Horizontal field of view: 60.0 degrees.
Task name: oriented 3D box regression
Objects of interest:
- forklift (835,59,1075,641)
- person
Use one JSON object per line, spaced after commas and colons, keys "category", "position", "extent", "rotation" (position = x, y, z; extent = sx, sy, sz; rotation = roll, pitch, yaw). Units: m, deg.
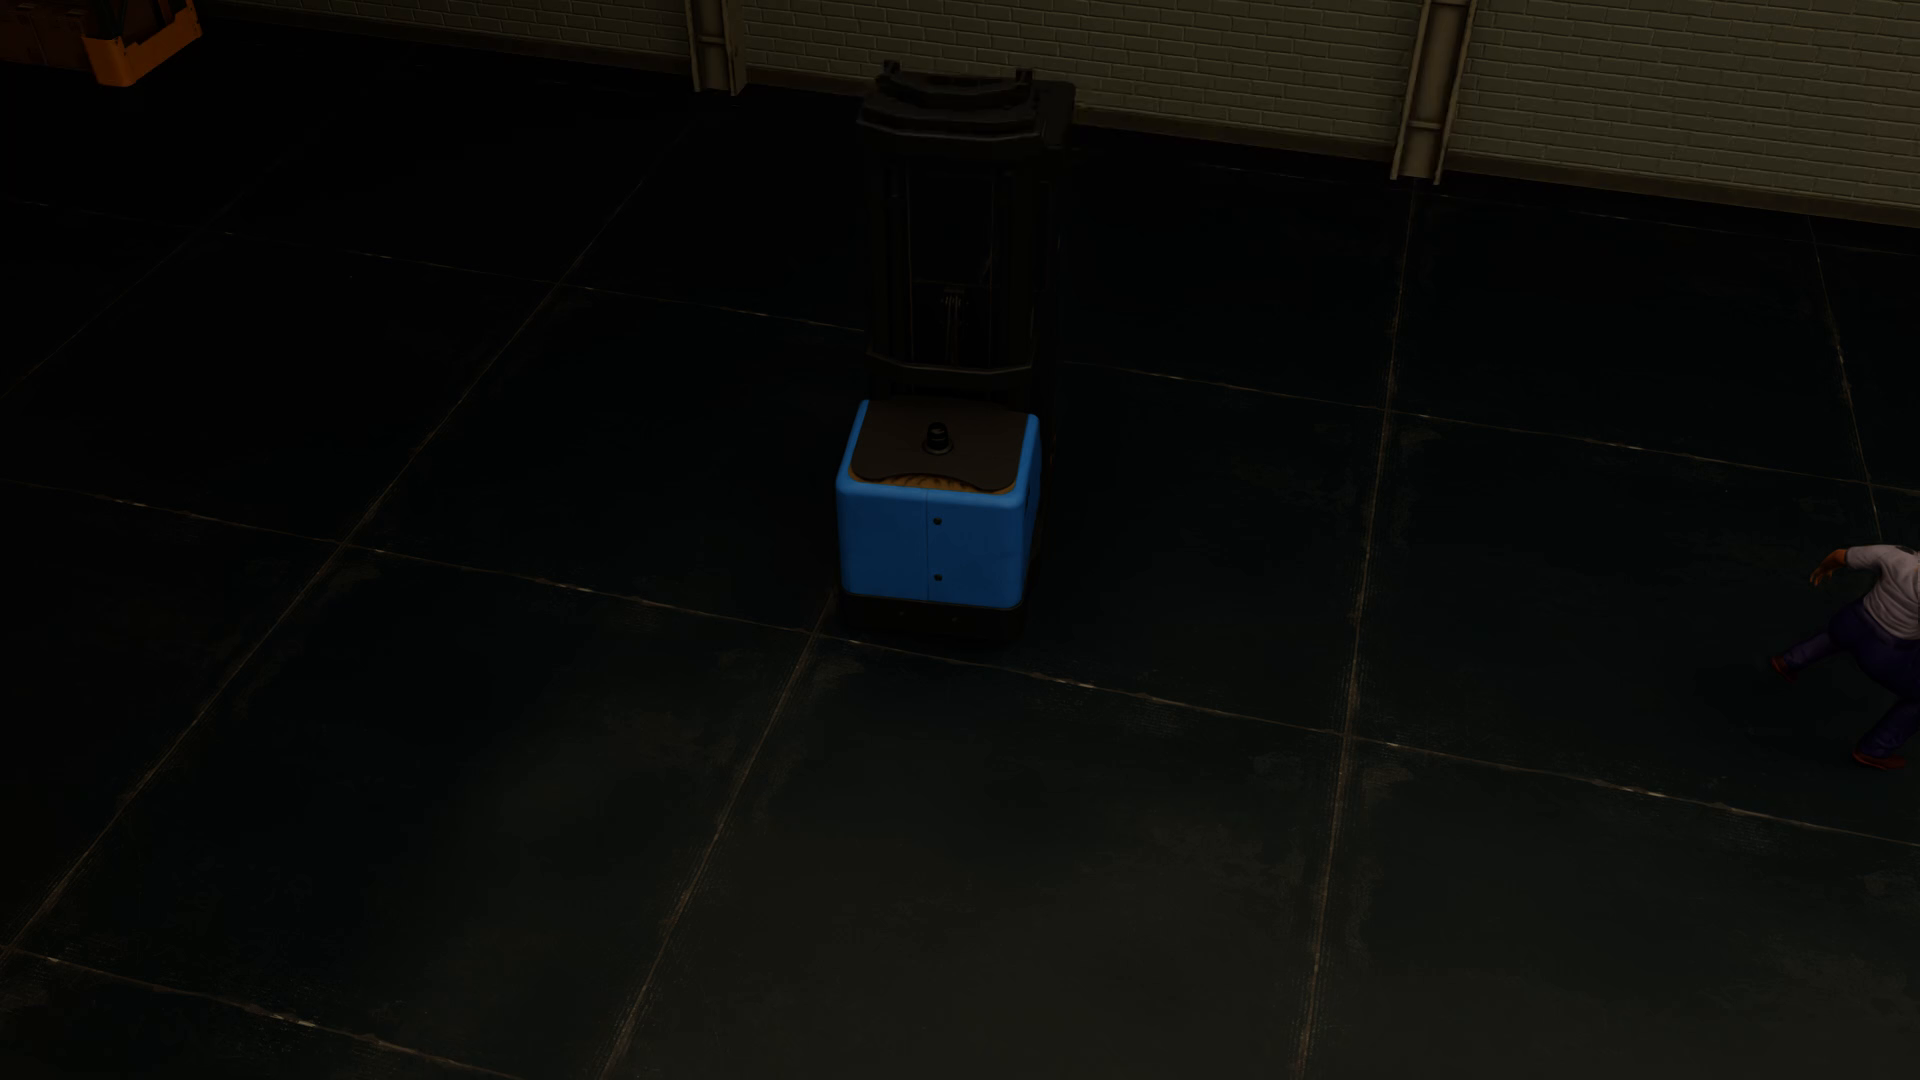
{"category": "forklift", "position": [0.037, -1.509, 9.583], "extent": [1.130, 2.935, 3.031], "rotation": [5, 42, 6]}
{"category": "person", "position": [4.725, 0.479, 8.411], "extent": [0.488, 1.539, 0.959], "rotation": [-15, 43, -17]}
